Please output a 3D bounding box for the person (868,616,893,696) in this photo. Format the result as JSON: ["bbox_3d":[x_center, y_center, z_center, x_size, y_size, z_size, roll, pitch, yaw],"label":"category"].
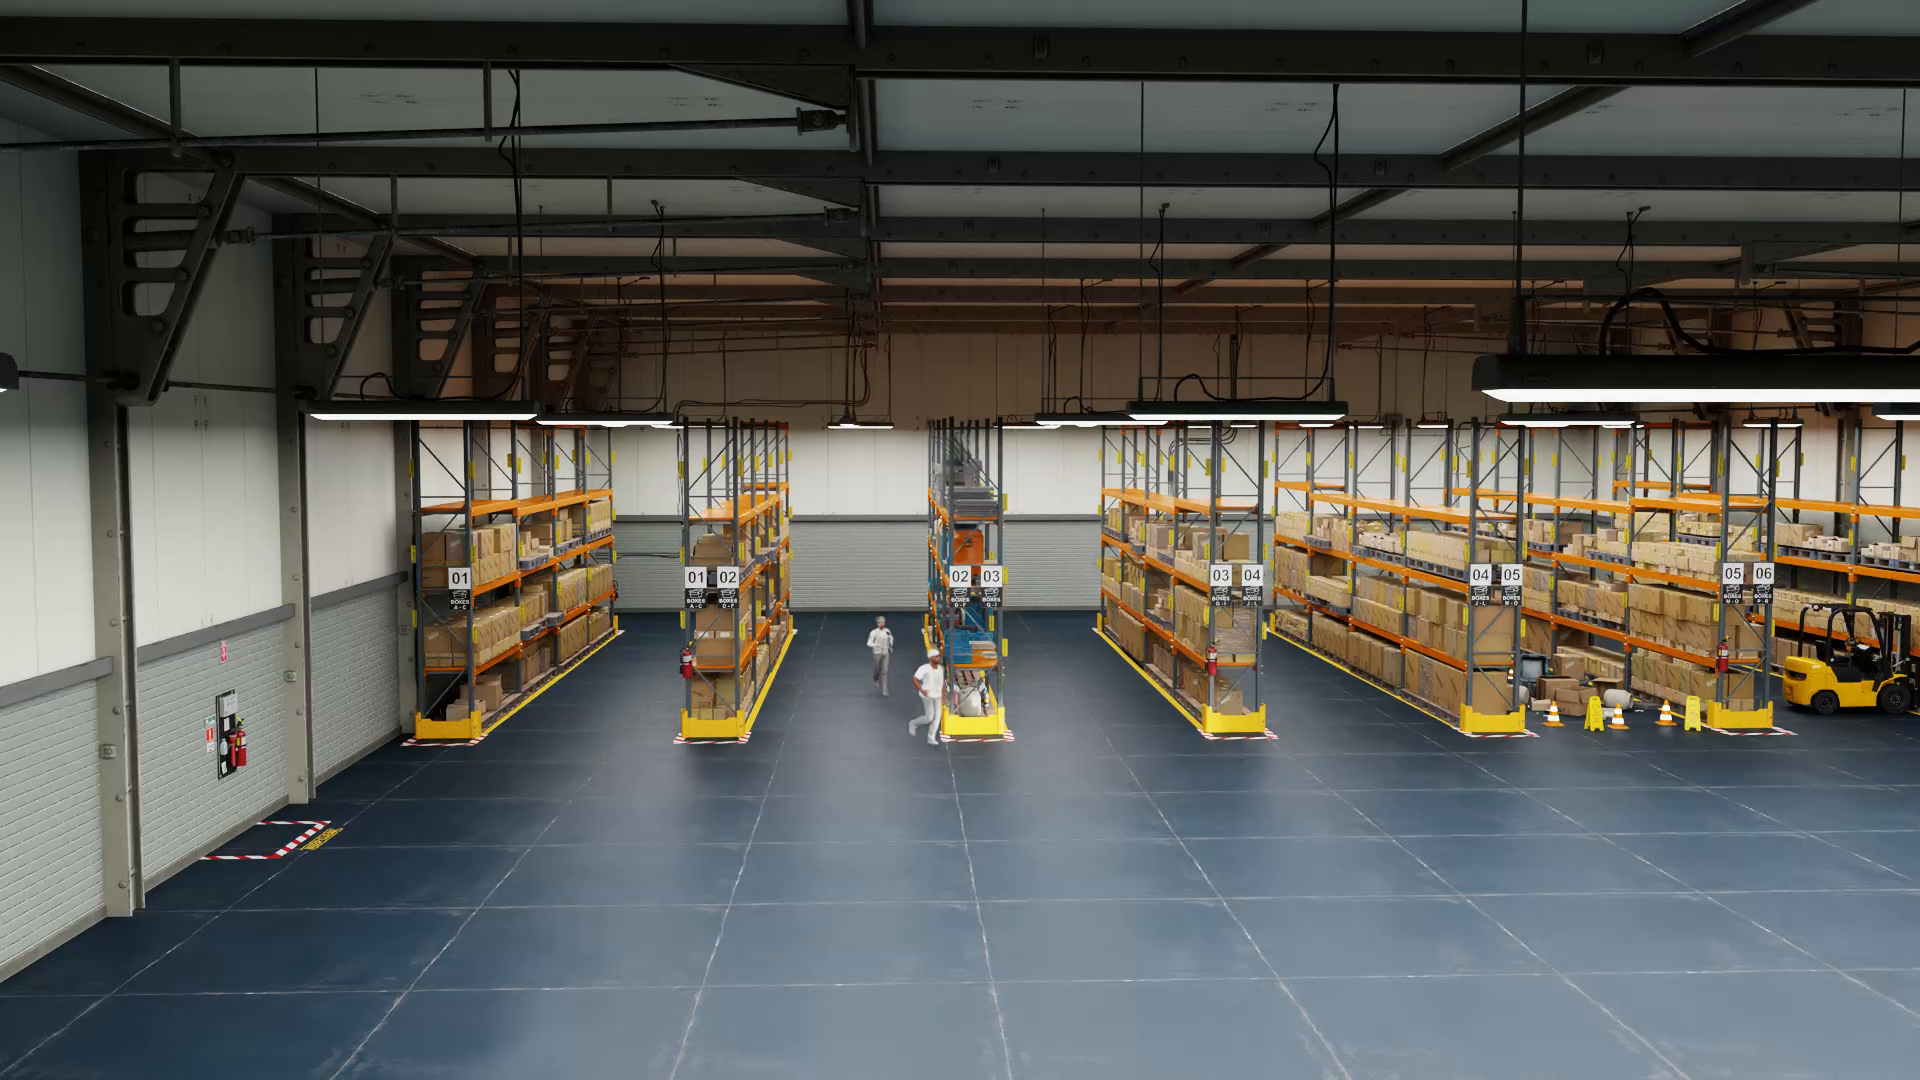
[{"bbox_3d":[-1.709,2.492,36.199,0.613,1.687,0.923,-1,4,-15],"label":"person"}]

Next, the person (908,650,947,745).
[{"bbox_3d":[-0.510,2.873,30.617,0.756,1.708,0.765,-4,5,-44],"label":"person"}]

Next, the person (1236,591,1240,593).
[{"bbox_3d":[7.955,1.775,48.105,0.662,1.681,0.636,-3,5,-35],"label":"person"}]
